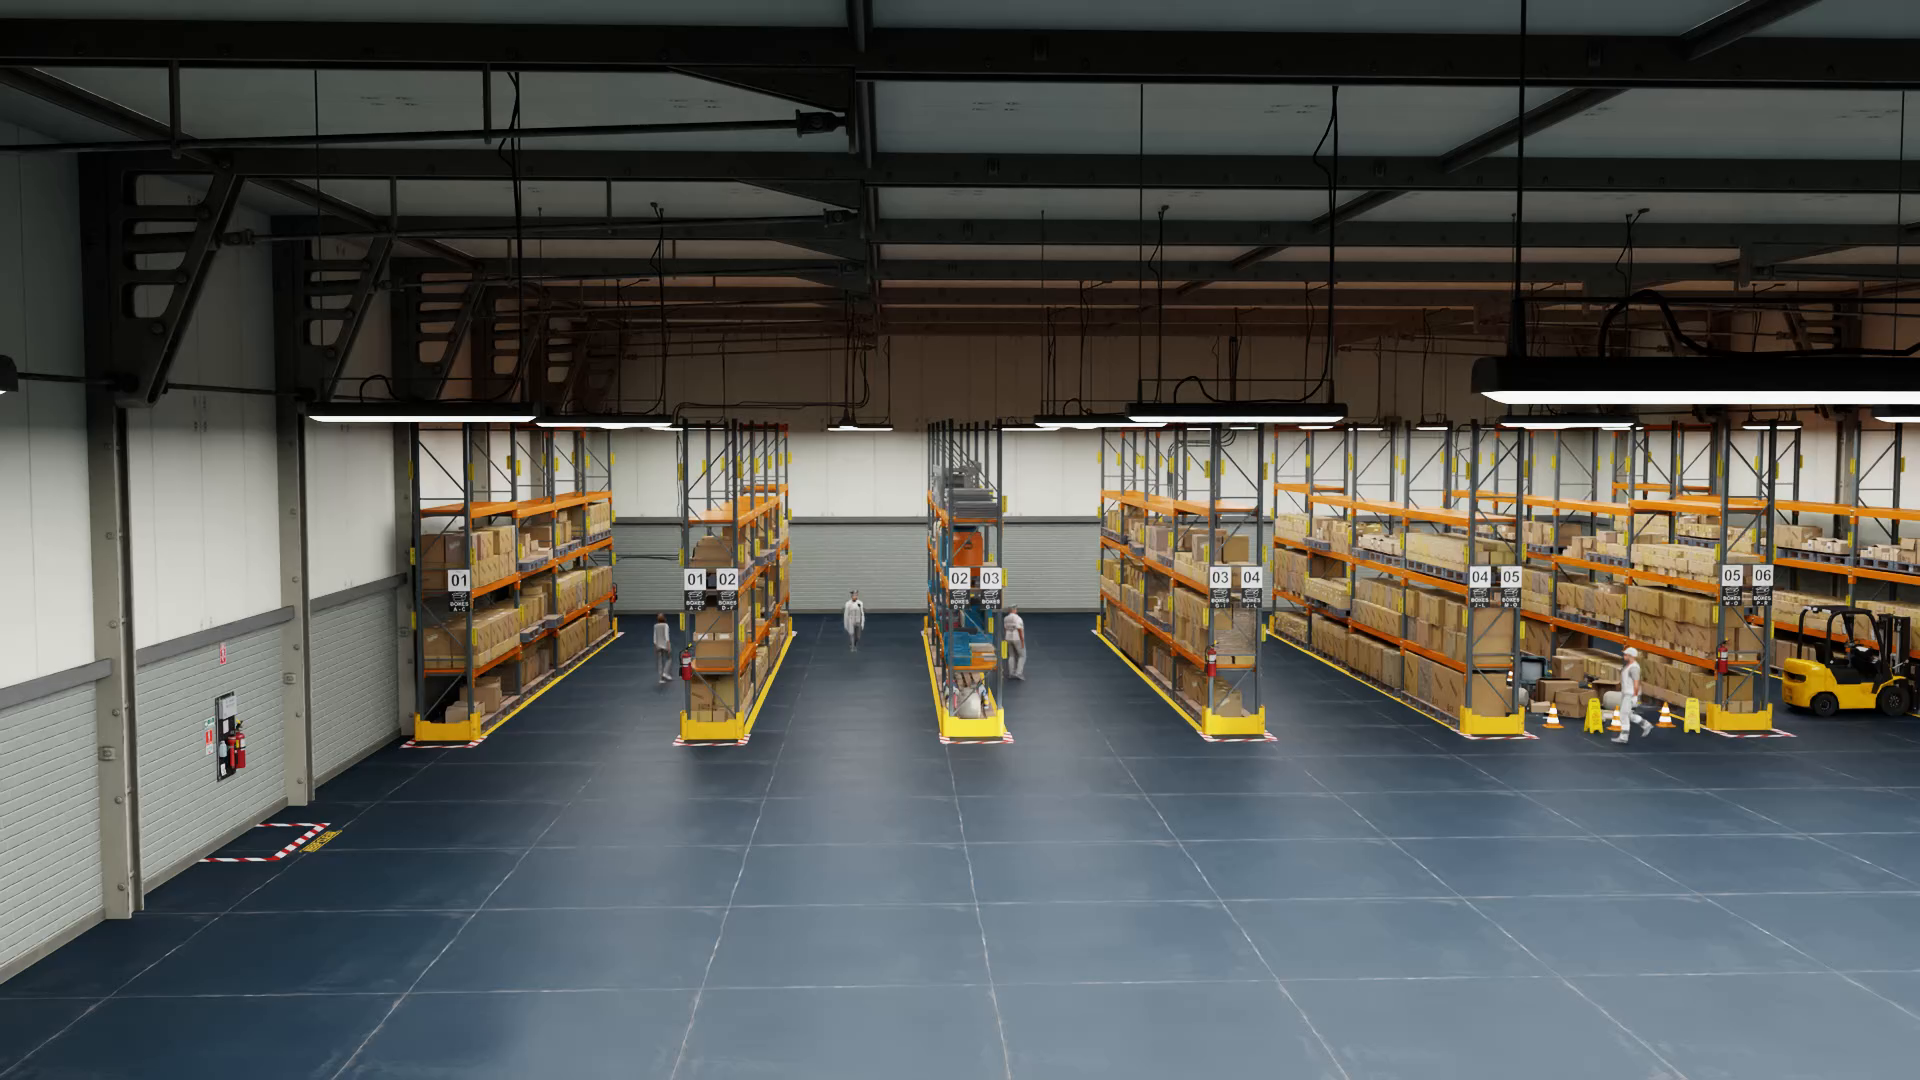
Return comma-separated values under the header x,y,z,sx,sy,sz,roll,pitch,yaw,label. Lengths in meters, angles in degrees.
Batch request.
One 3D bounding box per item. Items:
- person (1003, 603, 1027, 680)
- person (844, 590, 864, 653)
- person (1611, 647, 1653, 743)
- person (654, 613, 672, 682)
x,y,z,sx,sy,sz,roll,pitch,yaw,label
1.314,2.385,38.866,0.404,1.807,0.697,-3,5,-43,person
-2.659,2.061,41.659,0.516,1.634,0.927,-1,4,-18,person
12.436,2.863,30.692,0.826,1.771,0.554,0,4,2,person
-6.827,2.475,38.171,0.455,1.586,0.394,0,4,5,person
